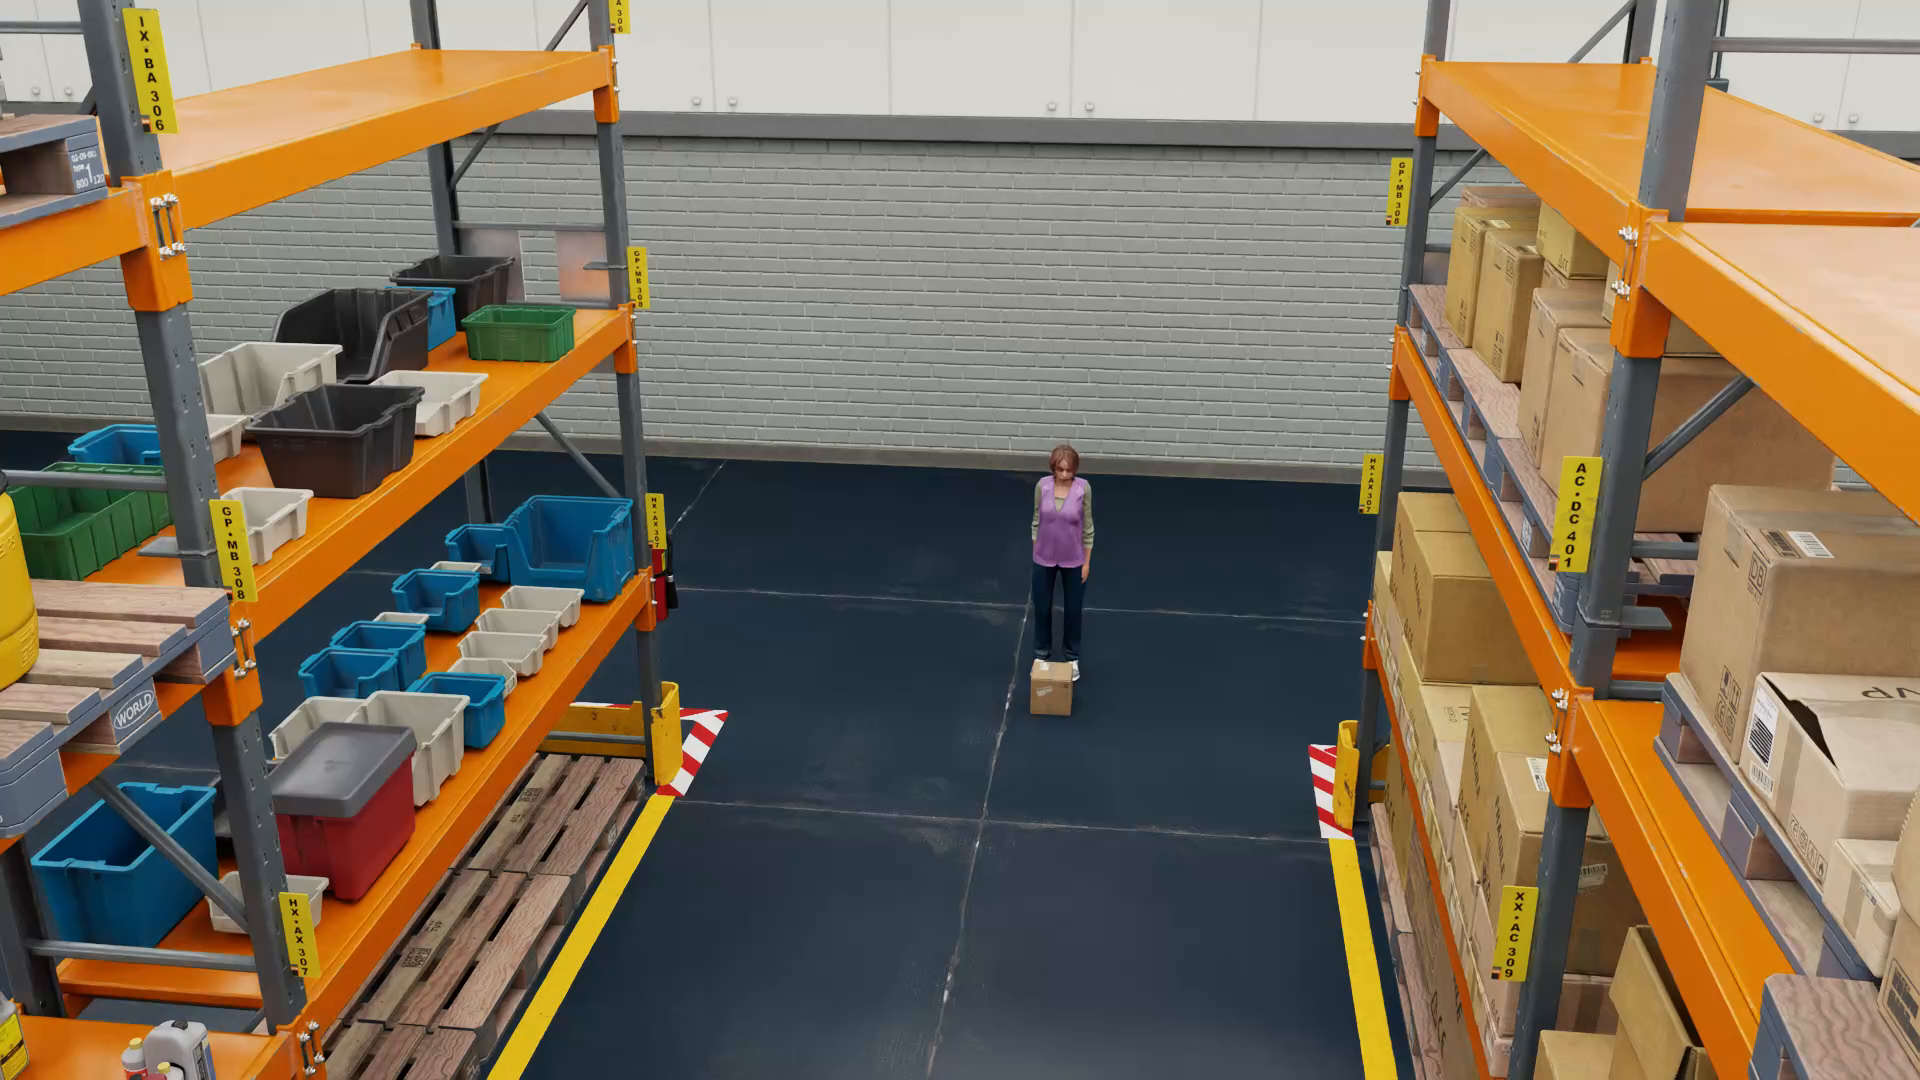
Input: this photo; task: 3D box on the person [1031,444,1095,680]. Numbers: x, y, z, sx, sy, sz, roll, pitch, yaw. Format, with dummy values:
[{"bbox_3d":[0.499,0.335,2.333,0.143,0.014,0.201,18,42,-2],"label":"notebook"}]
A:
[{"bbox_3d":[0.660,0.146,10.741,0.406,1.591,0.302,3,22,8],"label":"person"}]
